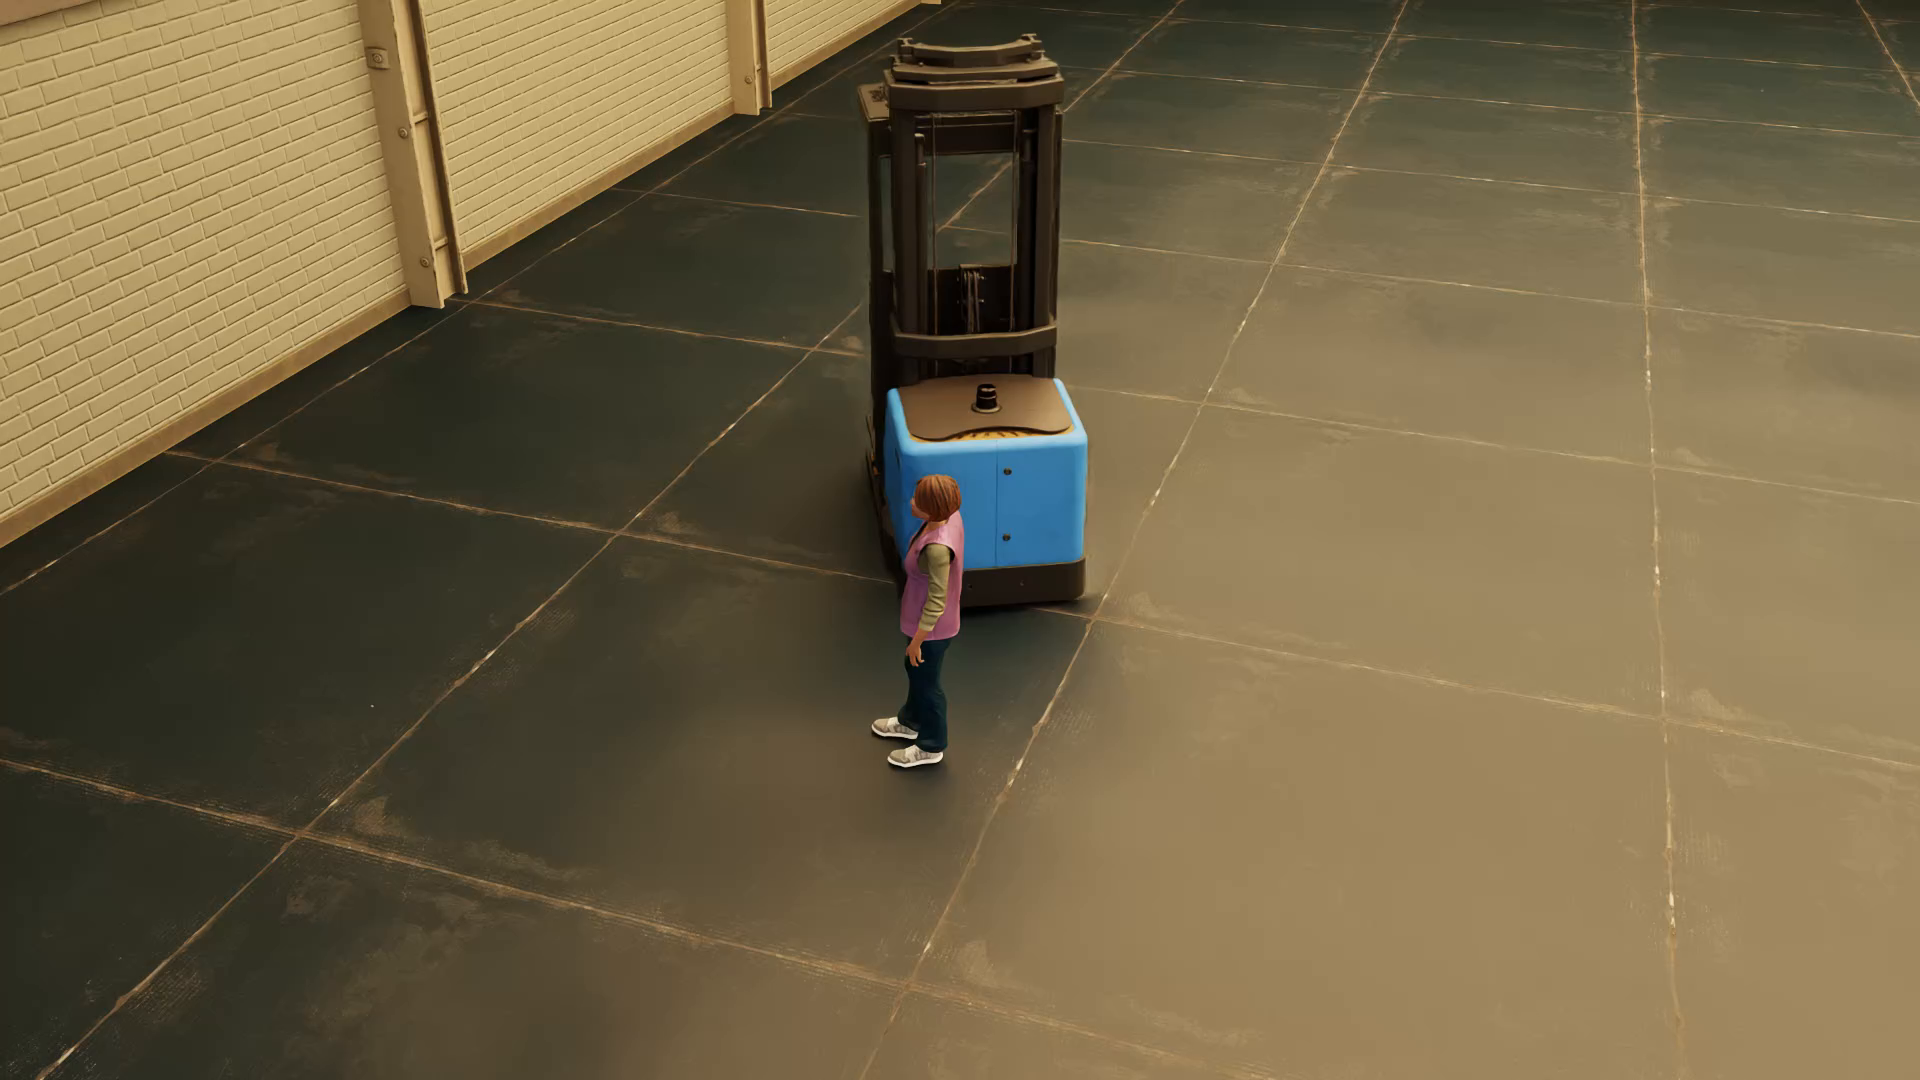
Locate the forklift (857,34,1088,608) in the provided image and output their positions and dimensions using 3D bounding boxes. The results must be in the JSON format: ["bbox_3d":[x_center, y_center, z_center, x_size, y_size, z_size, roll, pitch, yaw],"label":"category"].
[{"bbox_3d":[-0.008,-1.589,9.924,1.130,2.935,3.031,-4,30,-7],"label":"forklift"}]

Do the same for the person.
[{"bbox_3d":[-0.221,0.382,7.800,0.476,1.597,0.518,2,30,3],"label":"person"}]
